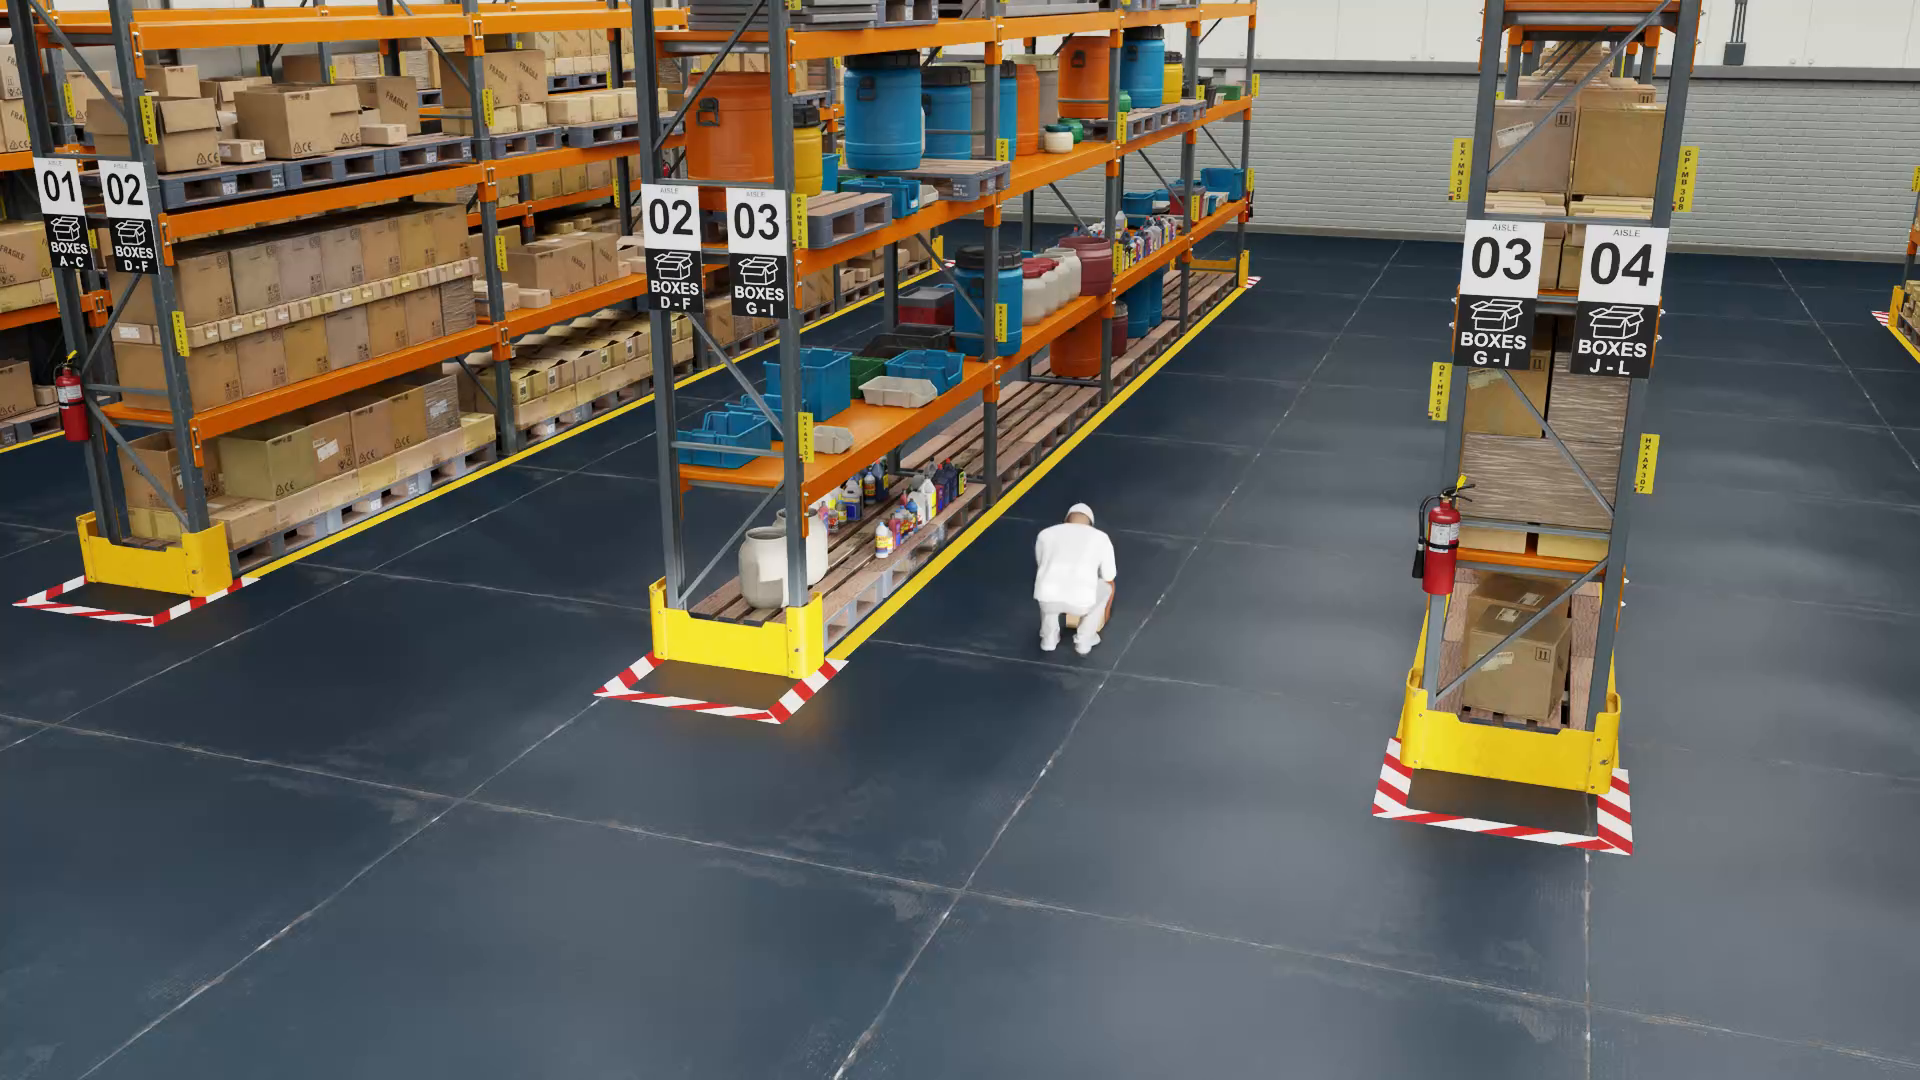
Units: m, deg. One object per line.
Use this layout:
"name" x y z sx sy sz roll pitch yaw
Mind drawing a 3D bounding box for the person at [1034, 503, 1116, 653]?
"person" 0.768 0.273 11.591 0.560 0.895 0.895 6 20 18
